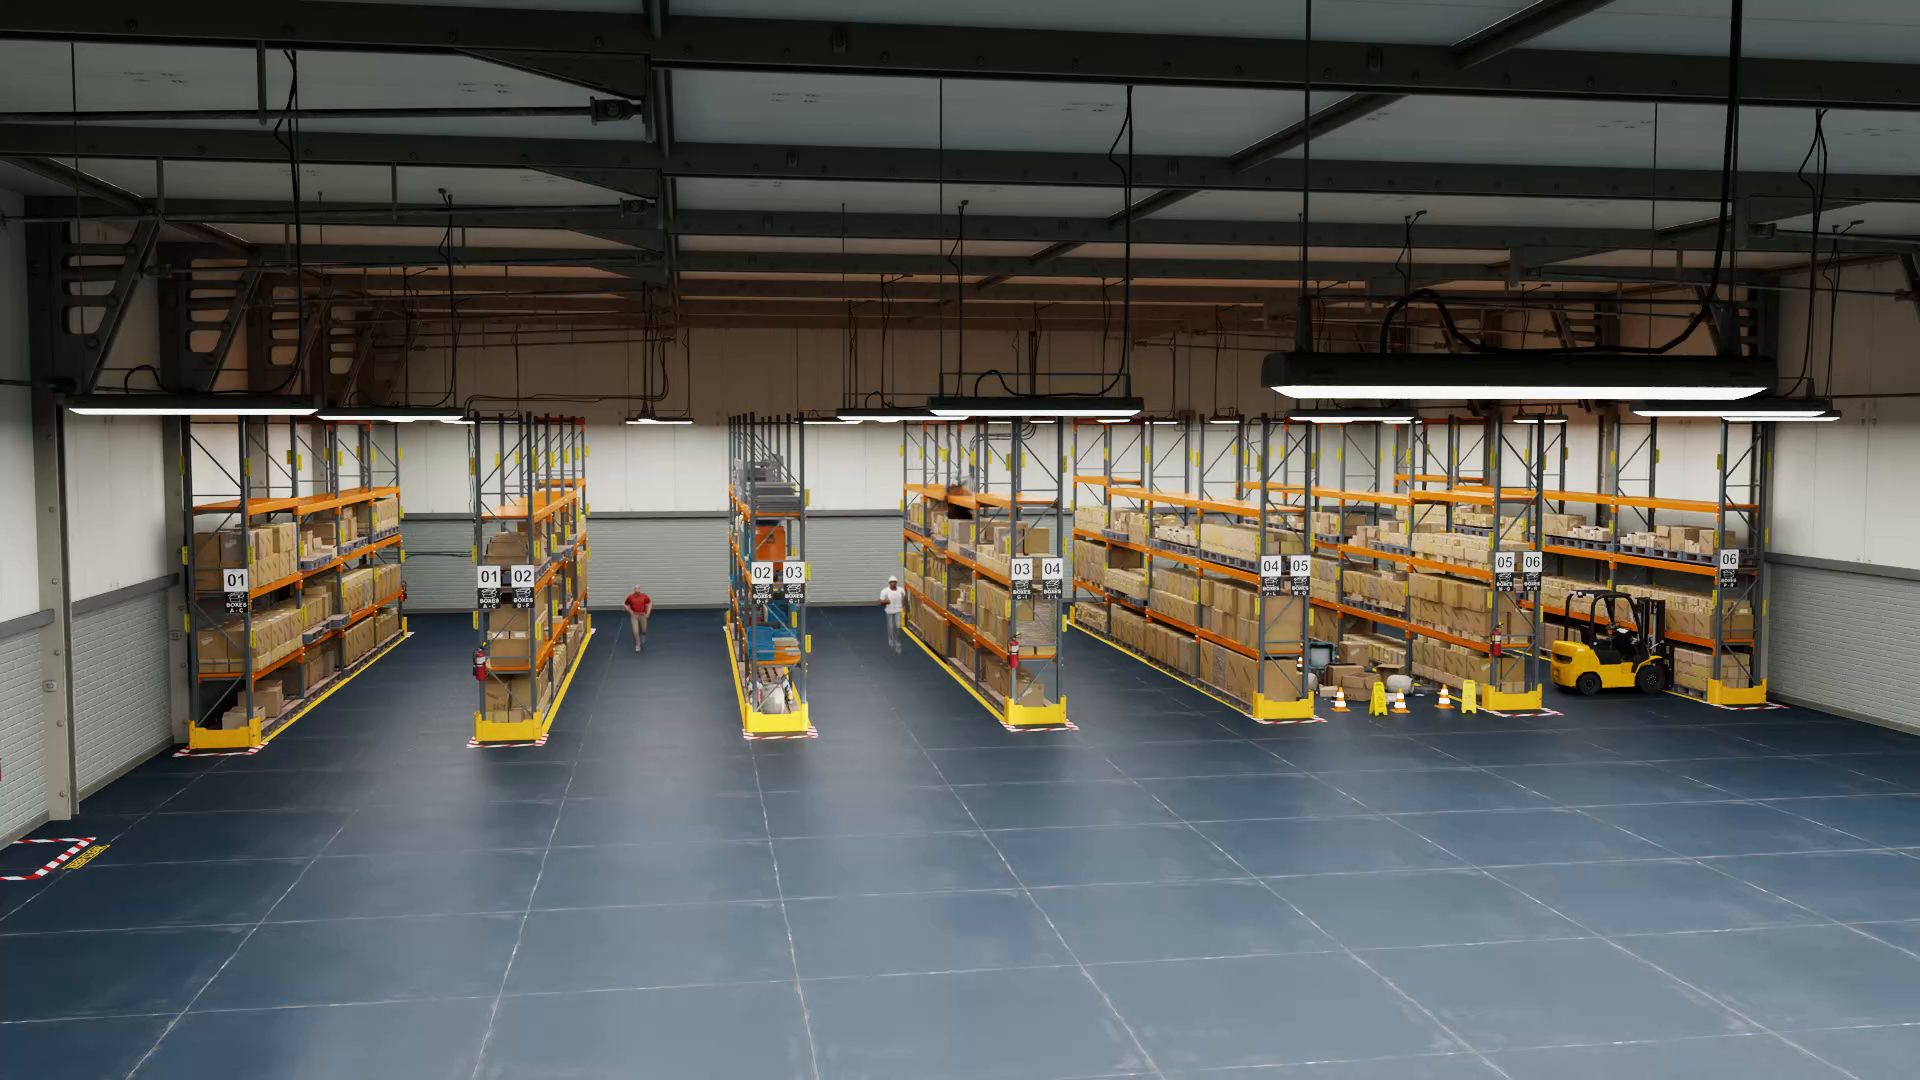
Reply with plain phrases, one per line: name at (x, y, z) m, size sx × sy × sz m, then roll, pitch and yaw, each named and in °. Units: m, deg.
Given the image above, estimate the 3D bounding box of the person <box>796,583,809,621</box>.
person at (-4.797, 1.561, 49.152) m, size 0.684 × 1.636 × 0.595 m, roll 0°, pitch 4°, yaw 0°

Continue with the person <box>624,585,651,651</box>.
person at (-8.275, 1.990, 42.733) m, size 0.708 × 1.691 × 0.576 m, roll -1°, pitch 4°, yaw -17°

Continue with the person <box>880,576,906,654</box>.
person at (-1.620, 1.822, 40.607) m, size 0.672 × 1.888 × 0.744 m, roll -1°, pitch 4°, yaw -8°
